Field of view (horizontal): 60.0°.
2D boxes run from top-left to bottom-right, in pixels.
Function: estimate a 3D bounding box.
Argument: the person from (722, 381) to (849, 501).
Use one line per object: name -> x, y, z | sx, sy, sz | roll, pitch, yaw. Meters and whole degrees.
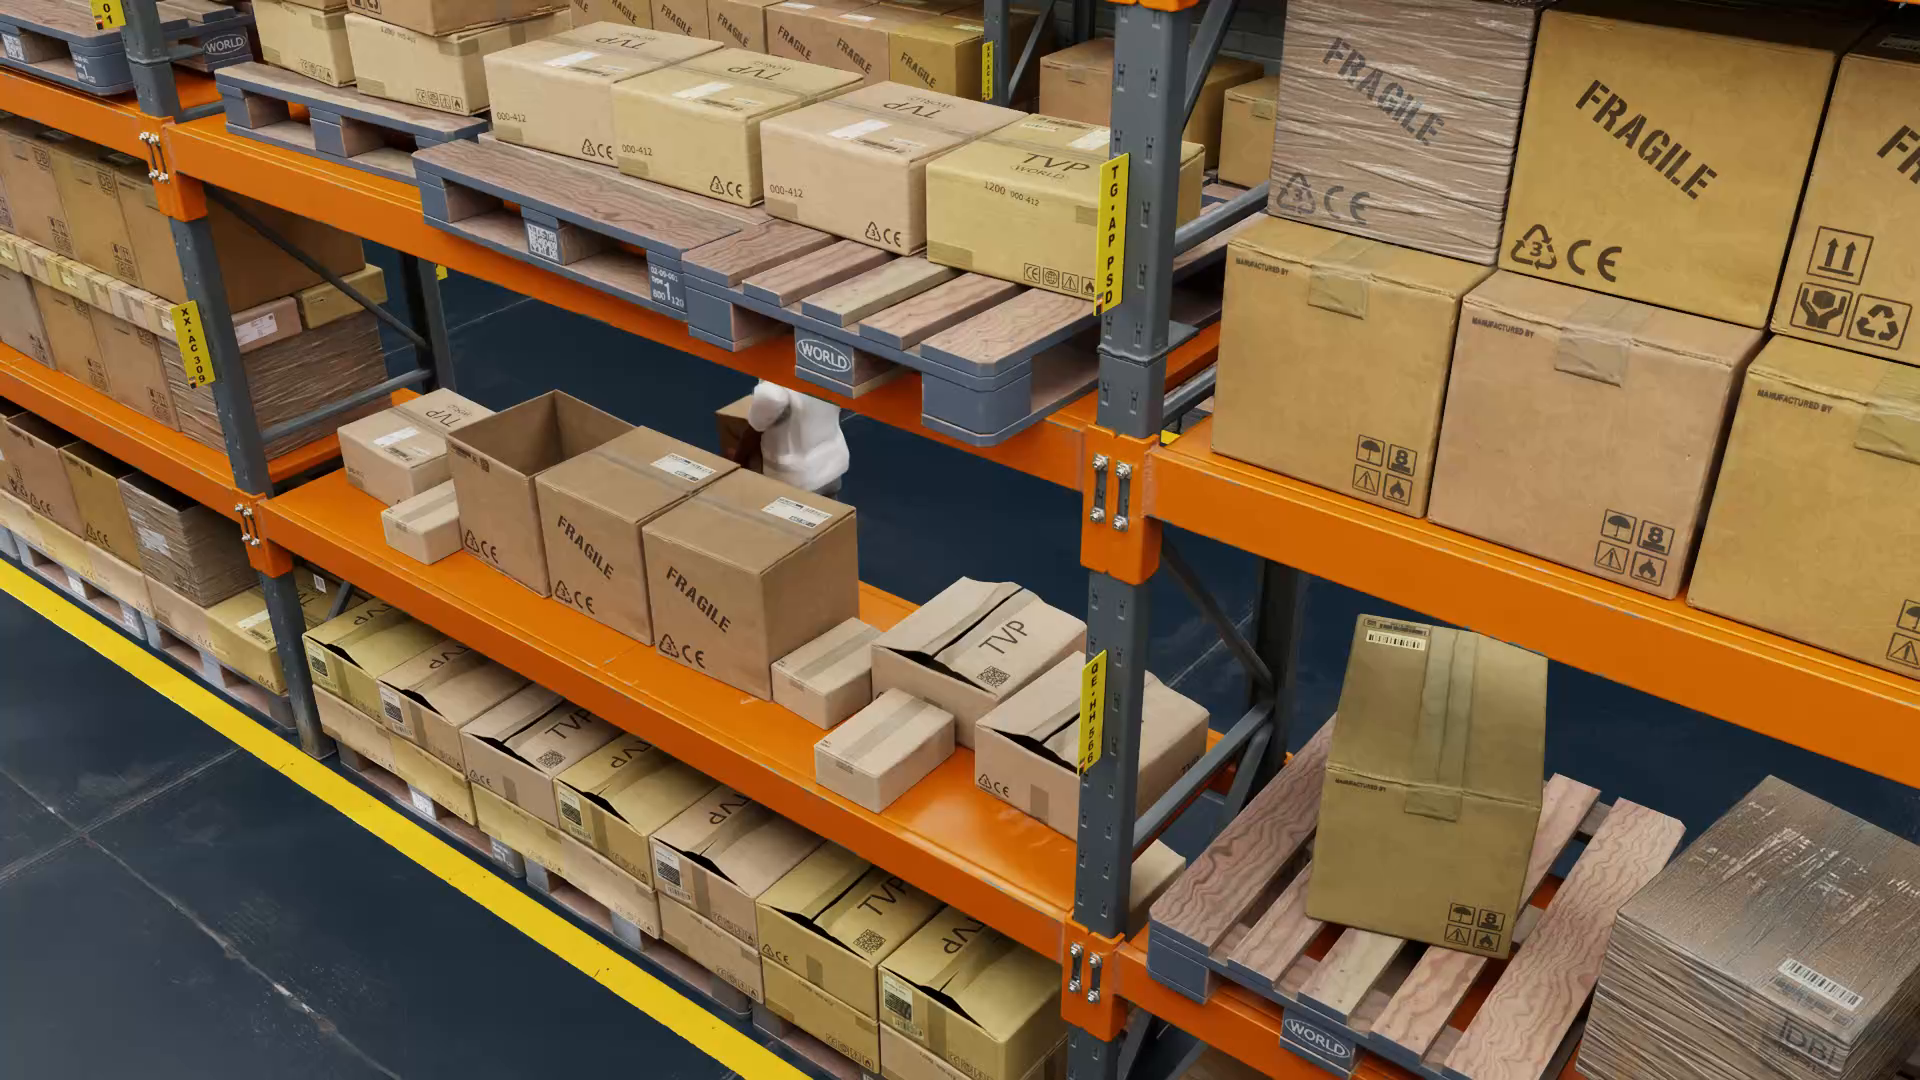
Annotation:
person -> -0.796, -0.320, 7.653 | 0.577, 1.760, 0.503 | 22, 37, 32
